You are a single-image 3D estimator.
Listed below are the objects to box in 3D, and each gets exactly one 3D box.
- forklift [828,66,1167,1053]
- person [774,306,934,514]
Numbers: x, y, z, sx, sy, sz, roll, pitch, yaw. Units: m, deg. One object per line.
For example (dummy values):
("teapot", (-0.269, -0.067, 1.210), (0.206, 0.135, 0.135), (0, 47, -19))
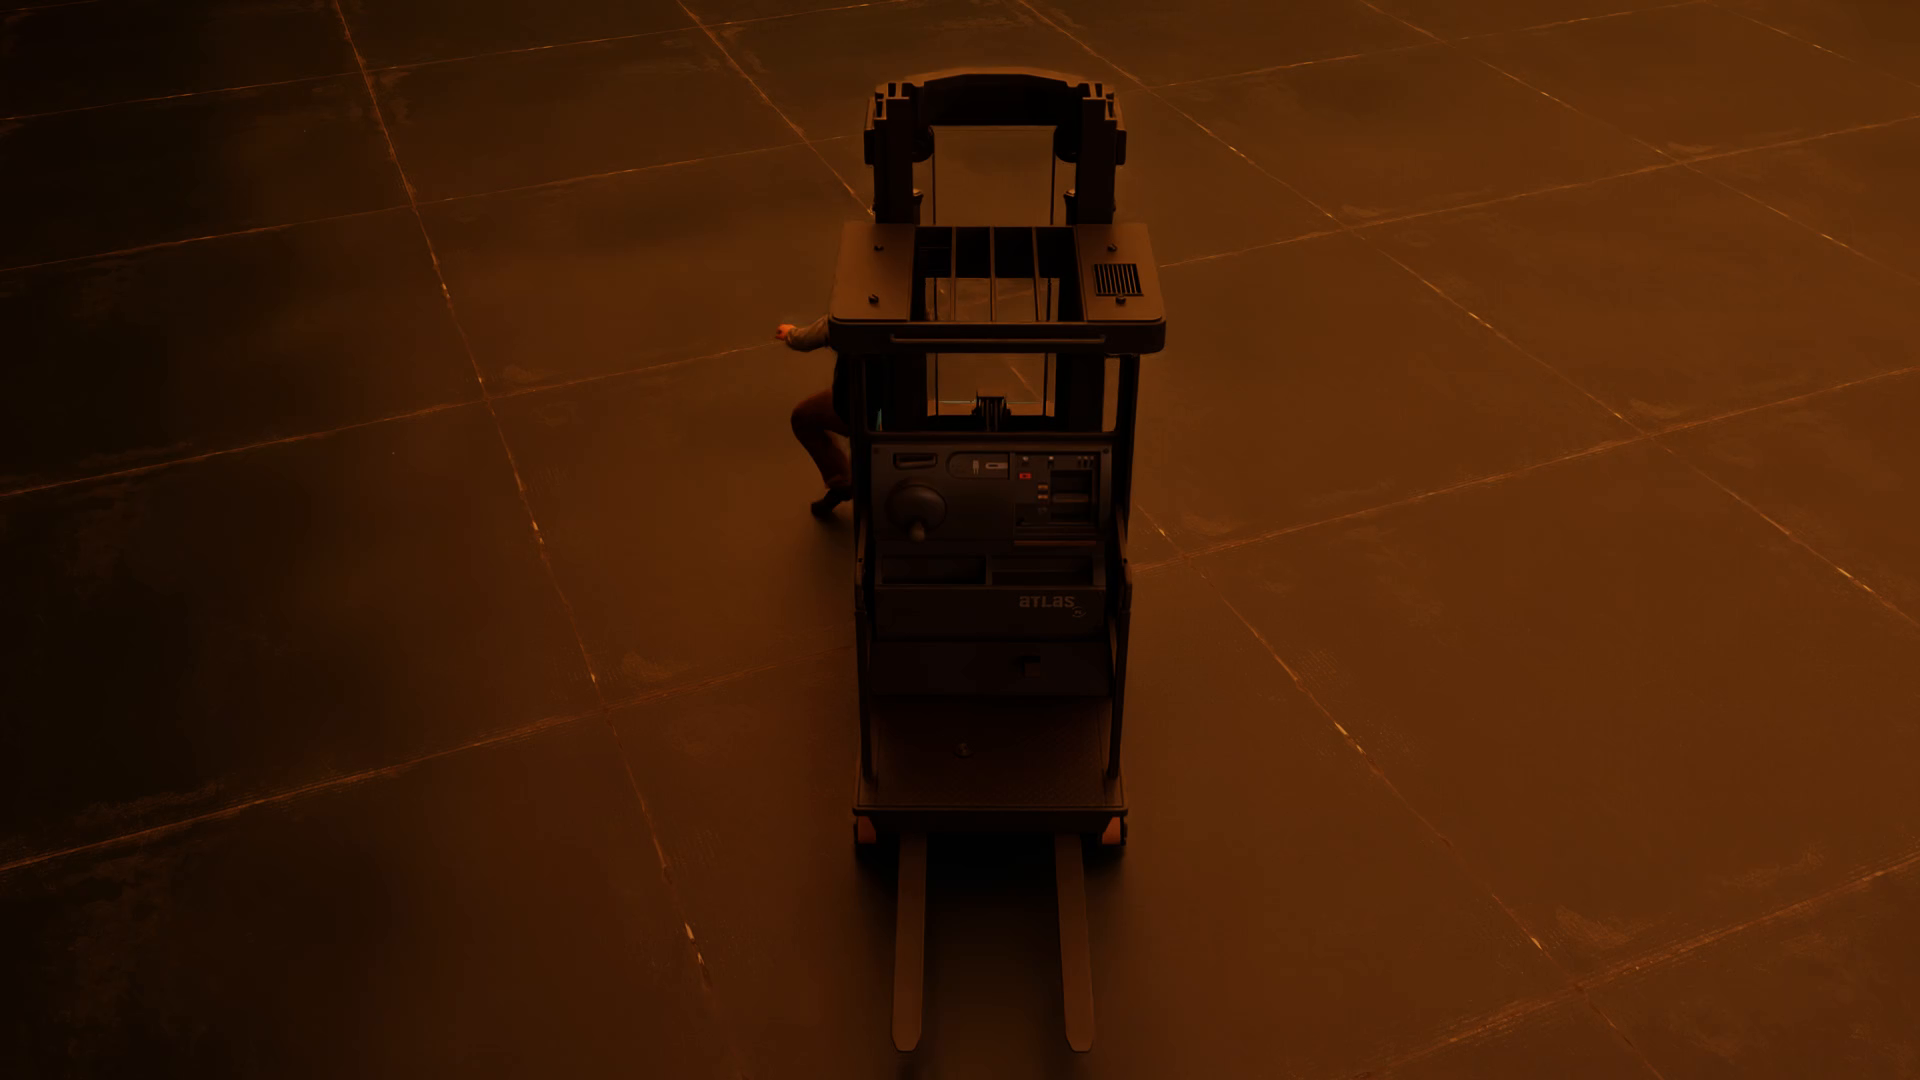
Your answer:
("forklift", (0.122, -0.120, 6.267), (1.130, 2.935, 3.031), (0, 35, 0))
("person", (-0.436, -0.817, 8.466), (0.946, 1.526, 0.720), (-8, 36, -10))
